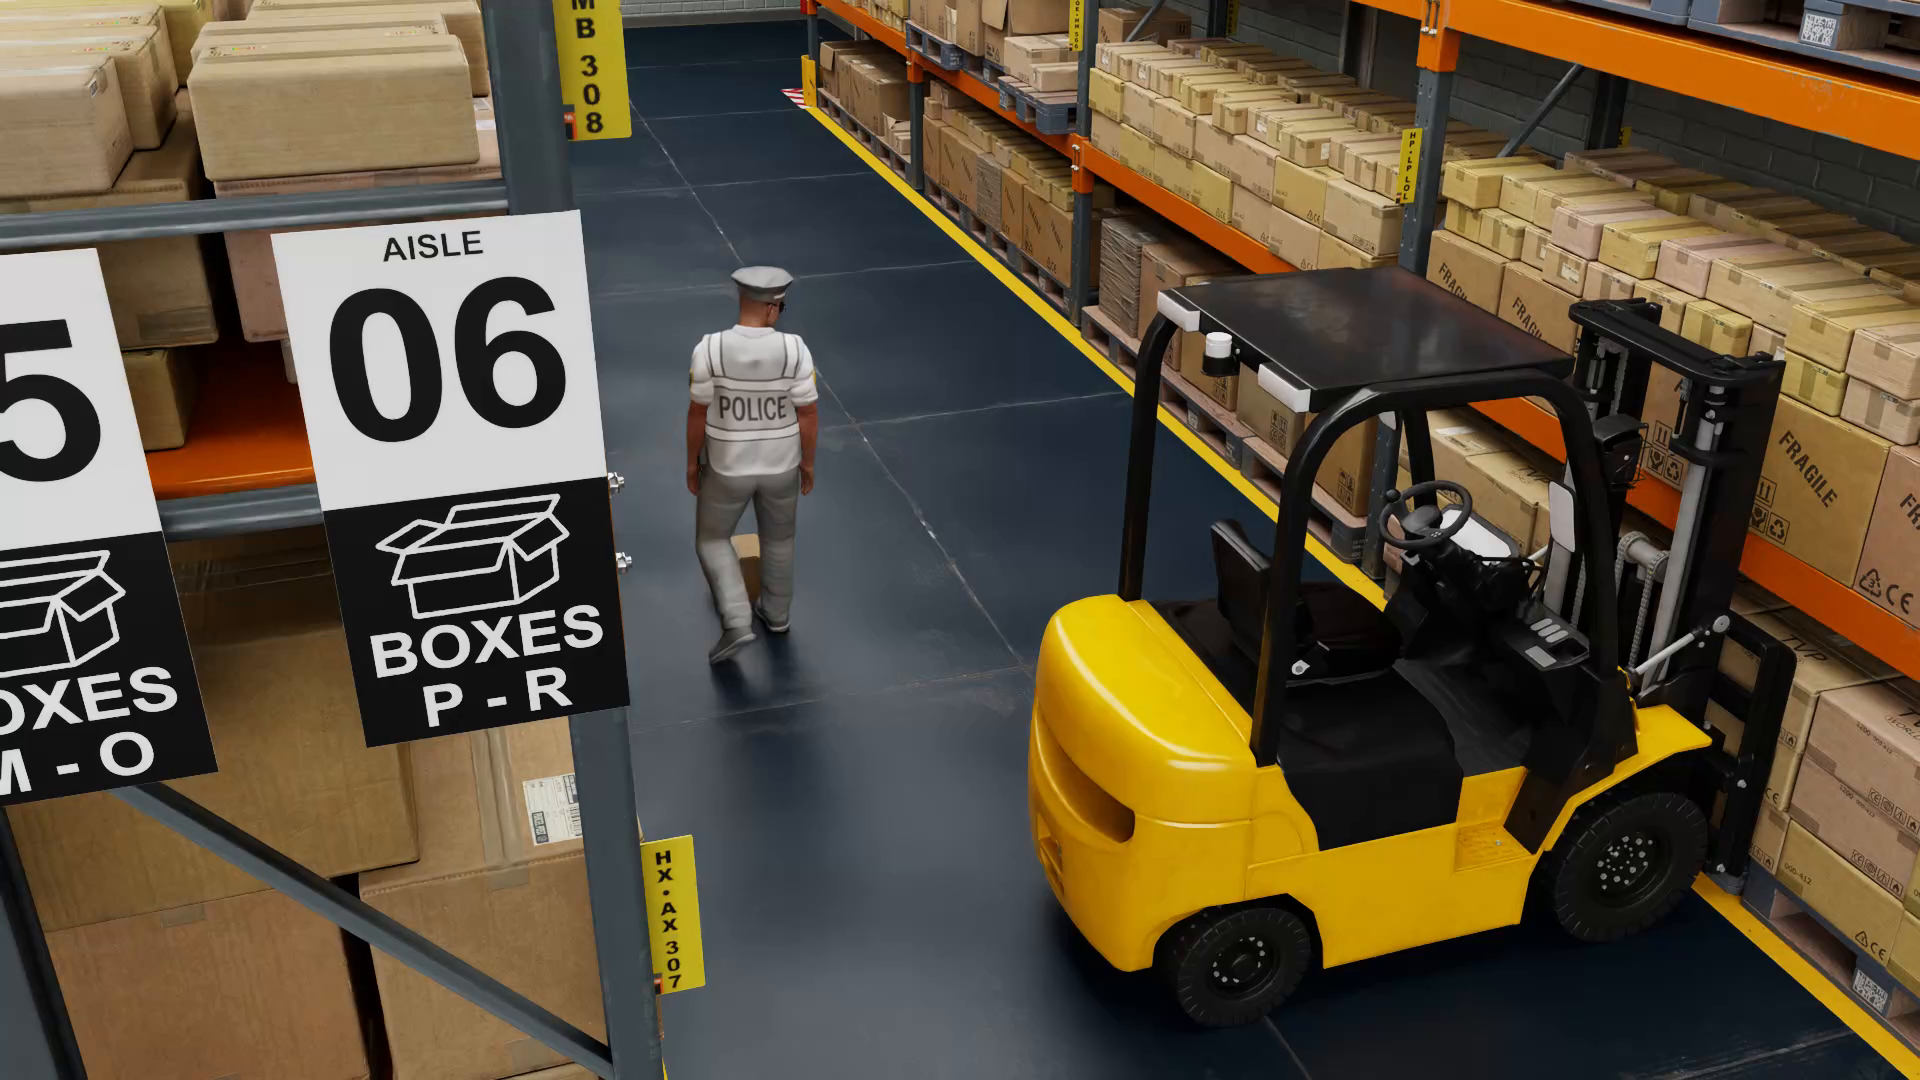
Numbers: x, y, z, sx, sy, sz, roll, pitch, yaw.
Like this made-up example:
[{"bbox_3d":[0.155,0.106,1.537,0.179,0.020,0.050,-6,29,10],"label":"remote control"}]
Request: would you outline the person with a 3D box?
[{"bbox_3d":[-0.908,-0.324,7.271,0.572,1.763,0.661,-8,27,-16],"label":"person"}]
